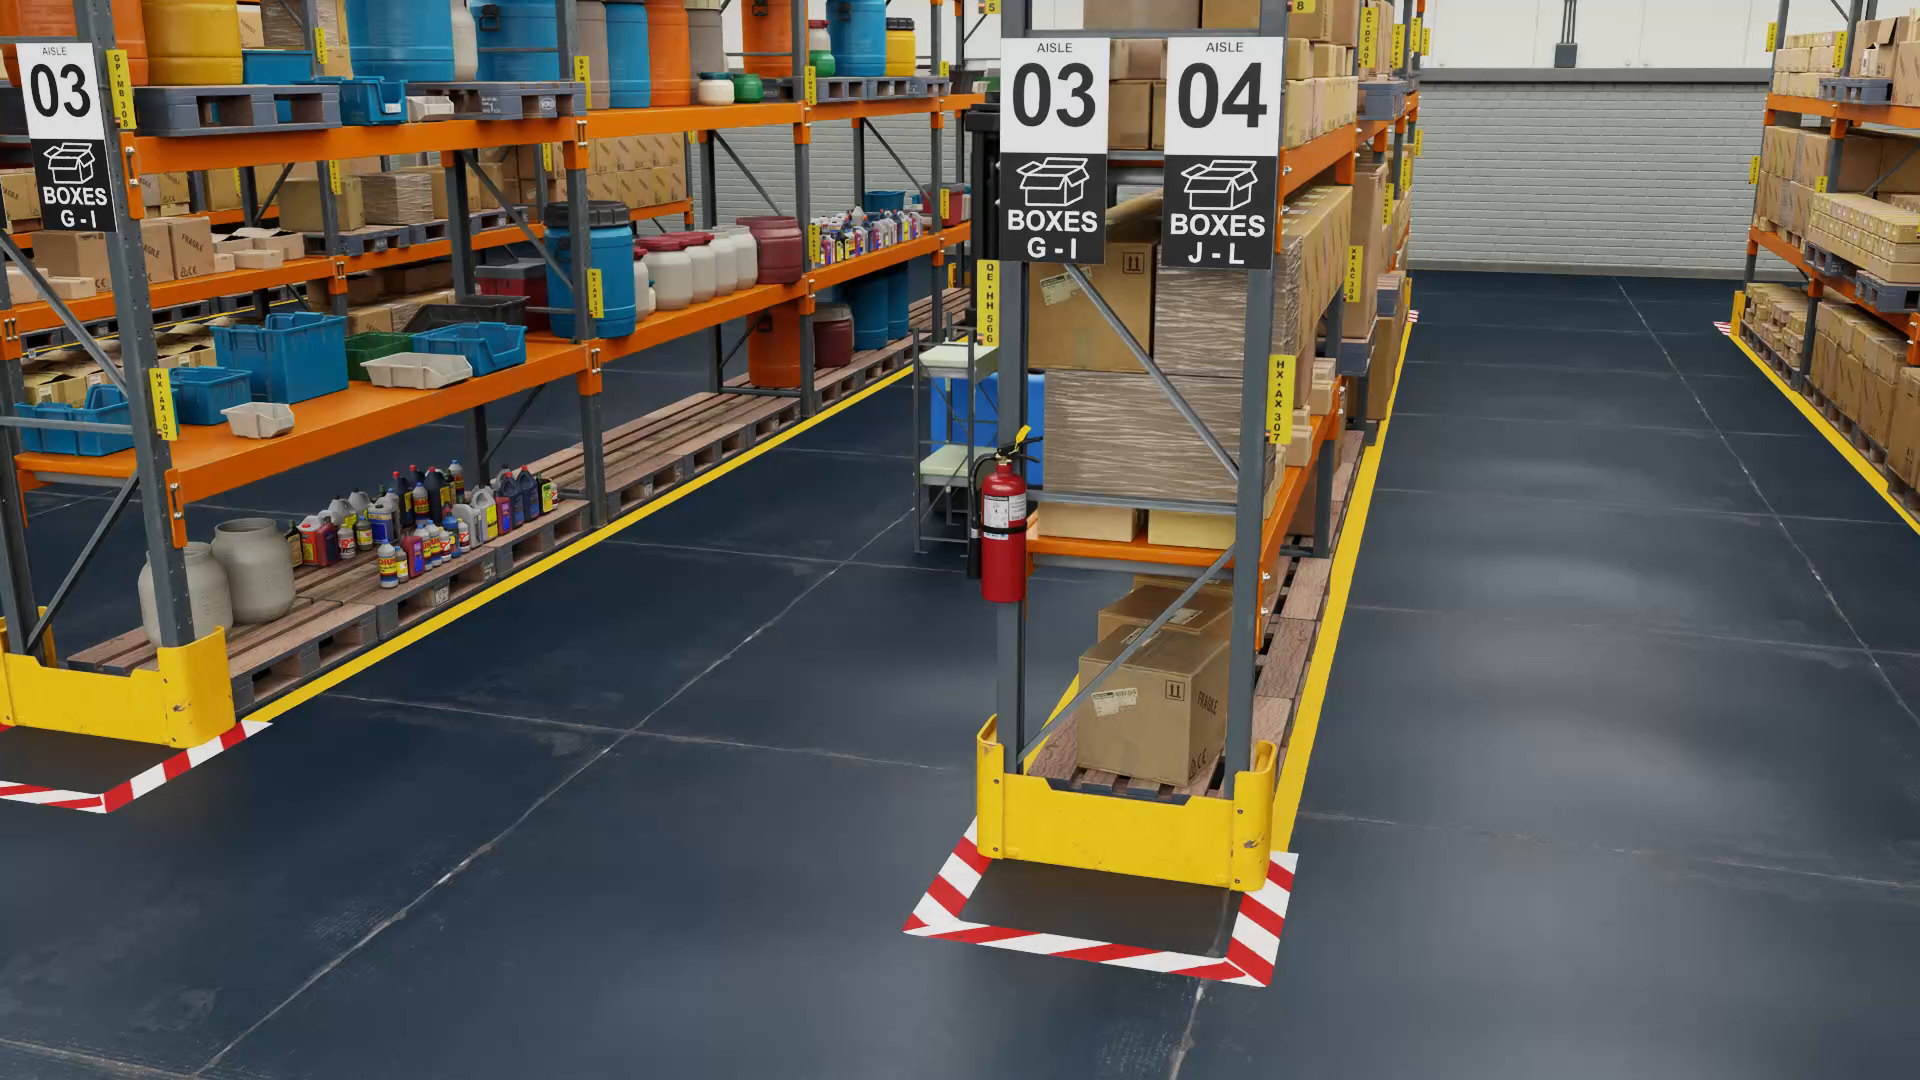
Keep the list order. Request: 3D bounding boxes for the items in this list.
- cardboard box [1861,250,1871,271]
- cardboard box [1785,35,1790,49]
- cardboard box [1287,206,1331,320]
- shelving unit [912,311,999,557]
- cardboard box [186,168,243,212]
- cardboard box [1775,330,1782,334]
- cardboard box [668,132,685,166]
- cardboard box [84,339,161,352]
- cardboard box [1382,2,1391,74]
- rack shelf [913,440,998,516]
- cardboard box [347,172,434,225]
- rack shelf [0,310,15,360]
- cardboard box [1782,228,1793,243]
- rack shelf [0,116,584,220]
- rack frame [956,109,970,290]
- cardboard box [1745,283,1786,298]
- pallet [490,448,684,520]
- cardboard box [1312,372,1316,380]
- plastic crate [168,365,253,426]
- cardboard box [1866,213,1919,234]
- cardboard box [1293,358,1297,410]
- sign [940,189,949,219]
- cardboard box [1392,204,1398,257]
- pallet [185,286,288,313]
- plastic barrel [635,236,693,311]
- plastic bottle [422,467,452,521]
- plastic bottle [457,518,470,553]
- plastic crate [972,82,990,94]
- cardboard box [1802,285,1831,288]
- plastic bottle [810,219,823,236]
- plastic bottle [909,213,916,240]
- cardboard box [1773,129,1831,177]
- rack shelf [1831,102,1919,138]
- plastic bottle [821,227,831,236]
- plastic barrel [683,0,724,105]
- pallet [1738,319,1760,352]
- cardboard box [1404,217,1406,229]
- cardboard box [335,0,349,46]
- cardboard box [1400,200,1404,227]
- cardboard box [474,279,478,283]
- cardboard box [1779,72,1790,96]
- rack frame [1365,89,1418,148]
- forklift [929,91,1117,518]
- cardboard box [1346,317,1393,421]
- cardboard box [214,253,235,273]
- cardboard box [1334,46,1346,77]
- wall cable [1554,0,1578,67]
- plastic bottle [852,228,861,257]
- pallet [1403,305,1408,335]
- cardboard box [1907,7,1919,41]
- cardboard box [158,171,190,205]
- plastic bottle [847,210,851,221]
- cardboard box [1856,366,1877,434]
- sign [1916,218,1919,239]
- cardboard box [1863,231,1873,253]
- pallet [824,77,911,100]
[{"bbox_3d":[7.560,-2.261,13.495,0.380,0.149,0.250,4,16,15],"label":"cardboard box"},{"bbox_3d":[9.367,-5.517,18.413,0.380,0.149,0.250,5,16,16],"label":"cardboard box"},{"bbox_3d":[1.484,-1.324,7.938,0.500,0.500,0.500,5,16,16],"label":"cardboard box"},{"bbox_3d":[-0.002,-0.720,11.119,0.431,1.500,0.755,5,16,16],"label":"shelving unit"},{"bbox_3d":[-10.027,-4.713,21.899,0.980,0.700,0.700,5,17,17],"label":"cardboard box"},{"bbox_3d":[8.995,-2.158,17.895,0.380,0.149,0.250,5,17,17],"label":"cardboard box"},{"bbox_3d":[-4.172,-5.483,23.146,0.500,0.500,0.500,4,16,15],"label":"cardboard box"},{"bbox_3d":[-7.447,-1.627,14.811,0.500,0.311,0.500,4,16,15],"label":"cardboard box"},{"bbox_3d":[2.883,-3.682,12.216,0.500,0.500,0.500,5,16,16],"label":"cardboard box"},{"bbox_3d":[-0.002,-0.406,11.208,0.431,0.370,0.720,5,16,16],"label":"rack shelf"},{"bbox_3d":[-6.069,-3.646,17.735,0.700,0.500,0.500,8,18,26],"label":"cardboard box"},{"bbox_3d":[-8.288,-1.082,10.967,1.077,0.370,4.000,5,16,16],"label":"rack shelf"},{"bbox_3d":[9.010,-3.251,17.755,0.380,0.149,0.250,5,17,17],"label":"cardboard box"},{"bbox_3d":[-3.540,-2.140,9.200,1.077,0.370,4.000,5,16,16],"label":"rack shelf"},{"bbox_3d":[0.439,-4.706,22.425,1.000,3.000,0.127,5,16,16],"label":"rack frame"},{"bbox_3d":[9.440,-2.917,19.481,0.380,0.149,0.250,4,16,13],"label":"cardboard box"},{"bbox_3d":[-2.785,-0.434,12.471,1.003,0.211,1.213,5,16,16],"label":"pallet"},{"bbox_3d":[1.789,-0.857,9.315,0.380,0.149,0.250,5,16,16],"label":"cardboard box"},{"bbox_3d":[-4.063,-0.772,8.828,0.499,0.251,0.408,5,16,16],"label":"plastic crate"},{"bbox_3d":[7.561,-2.553,13.435,0.380,0.149,0.250,5,17,18],"label":"cardboard box"},{"bbox_3d":[1.187,-0.867,8.159,0.875,0.500,0.500,5,16,16],"label":"cardboard box"},{"bbox_3d":[-0.171,-3.750,18.545,0.100,0.325,0.005,5,16,16],"label":"sign"},{"bbox_3d":[4.033,-3.051,16.407,0.500,0.500,0.500,5,17,18],"label":"cardboard box"},{"bbox_3d":[-9.905,-3.279,22.504,1.003,0.211,1.213,5,16,16],"label":"pallet"},{"bbox_3d":[-2.281,-2.057,12.837,0.433,0.535,0.433,0,16,0],"label":"plastic barrel"},{"bbox_3d":[-3.460,-0.314,10.987,0.144,0.351,0.185,5,16,16],"label":"plastic bottle"},{"bbox_3d":[-3.082,-0.031,10.265,0.097,0.201,0.097,0,16,0],"label":"plastic bottle"},{"bbox_3d":[0.090,-5.463,20.077,0.437,0.136,0.530,5,16,16],"label":"plastic crate"},{"bbox_3d":[10.007,-2.870,19.314,0.380,0.149,0.250,5,17,17],"label":"cardboard box"},{"bbox_3d":[-1.524,-3.206,17.361,0.152,0.276,0.135,5,16,16],"label":"plastic bottle"},{"bbox_3d":[-0.522,-3.411,18.073,0.061,0.283,0.133,5,16,16],"label":"plastic bottle"},{"bbox_3d":[9.226,-4.220,18.148,0.500,0.500,0.500,4,16,15],"label":"cardboard box"},{"bbox_3d":[8.209,-3.438,13.776,1.077,0.370,4.000,5,16,16],"label":"rack shelf"},{"bbox_3d":[-1.399,-3.165,17.354,0.097,0.201,0.097,0,16,0],"label":"plastic bottle"},{"bbox_3d":[-2.276,-4.099,13.870,0.600,0.901,0.600,0,16,0],"label":"plastic barrel"},{"bbox_3d":[9.628,-2.340,19.192,1.003,0.211,1.213,5,16,16],"label":"pallet"},{"bbox_3d":[4.968,-3.683,19.276,0.380,0.149,0.250,5,17,17],"label":"cardboard box"},{"bbox_3d":[-6.308,-5.218,16.715,0.500,0.500,0.500,5,16,16],"label":"cardboard box"},{"bbox_3d":[4.582,-3.579,18.180,0.500,0.250,0.500,5,16,16],"label":"cardboard box"},{"bbox_3d":[-5.460,-2.774,19.387,0.500,0.500,0.500,5,16,16],"label":"cardboard box"},{"bbox_3d":[9.388,-5.047,18.404,0.500,0.250,0.500,5,17,18],"label":"cardboard box"},{"bbox_3d":[5.188,-4.322,21.070,1.000,3.000,0.127,5,16,16],"label":"rack frame"},{"bbox_3d":[0.682,-1.906,12.678,1.130,2.935,3.031,5,16,16],"label":"forklift"},{"bbox_3d":[3.130,-1.588,14.555,1.225,0.875,0.875,4,16,13],"label":"cardboard box"},{"bbox_3d":[-6.891,-2.539,15.246,0.380,0.149,0.250,6,17,20],"label":"cardboard box"},{"bbox_3d":[1.757,-2.429,8.442,0.380,0.149,0.250,4,16,14],"label":"cardboard box"},{"bbox_3d":[10.099,-9.968,24.086,2.277,5.999,0.120,5,16,16],"label":"wall cable"},{"bbox_3d":[-1.029,-2.944,16.426,0.061,0.283,0.133,5,16,16],"label":"plastic bottle"},{"bbox_3d":[5.035,-2.765,20.692,1.003,0.211,1.213,5,16,16],"label":"pallet"},{"bbox_3d":[7.853,-4.142,13.351,0.396,0.266,0.258,5,16,16],"label":"cardboard box"},{"bbox_3d":[-10.086,-4.488,20.892,0.500,0.500,0.500,4,16,15],"label":"cardboard box"},{"bbox_3d":[-1.249,-3.506,18.406,0.061,0.283,0.133,5,16,16],"label":"plastic bottle"},{"bbox_3d":[7.728,-1.146,13.682,0.500,0.500,0.500,5,17,18],"label":"cardboard box"},{"bbox_3d":[7.118,-2.377,12.235,0.100,0.325,0.005,5,16,16],"label":"sign"},{"bbox_3d":[7.563,-2.411,13.479,0.380,0.149,0.250,5,16,16],"label":"cardboard box"},{"bbox_3d":[-1.146,-4.502,16.555,1.003,0.211,1.213,5,16,16],"label":"pallet"}]
